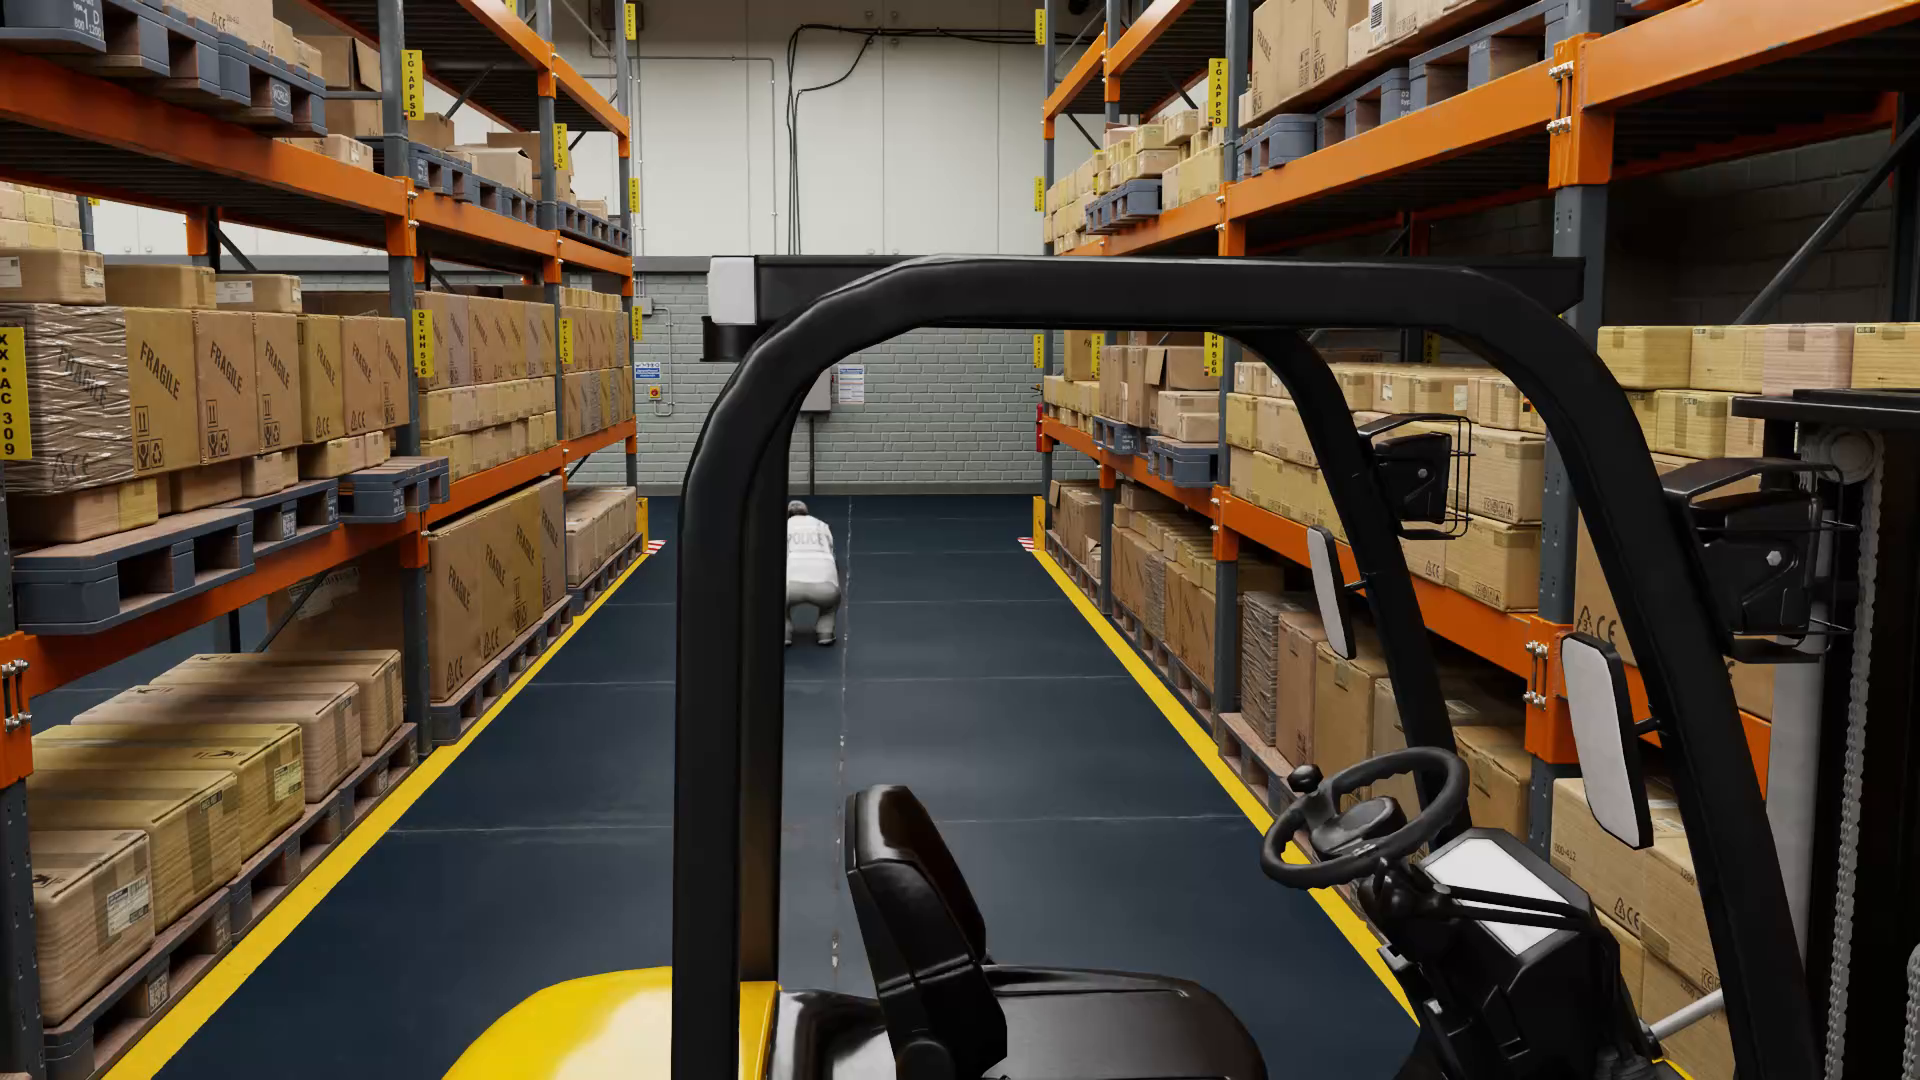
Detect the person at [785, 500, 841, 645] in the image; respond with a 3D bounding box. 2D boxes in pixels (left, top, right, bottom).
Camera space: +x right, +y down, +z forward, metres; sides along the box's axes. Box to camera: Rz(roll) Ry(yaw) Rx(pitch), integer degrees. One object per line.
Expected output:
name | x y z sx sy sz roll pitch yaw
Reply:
person | -1.076 0.224 11.437 0.517 0.948 0.874 -1 7 -5
